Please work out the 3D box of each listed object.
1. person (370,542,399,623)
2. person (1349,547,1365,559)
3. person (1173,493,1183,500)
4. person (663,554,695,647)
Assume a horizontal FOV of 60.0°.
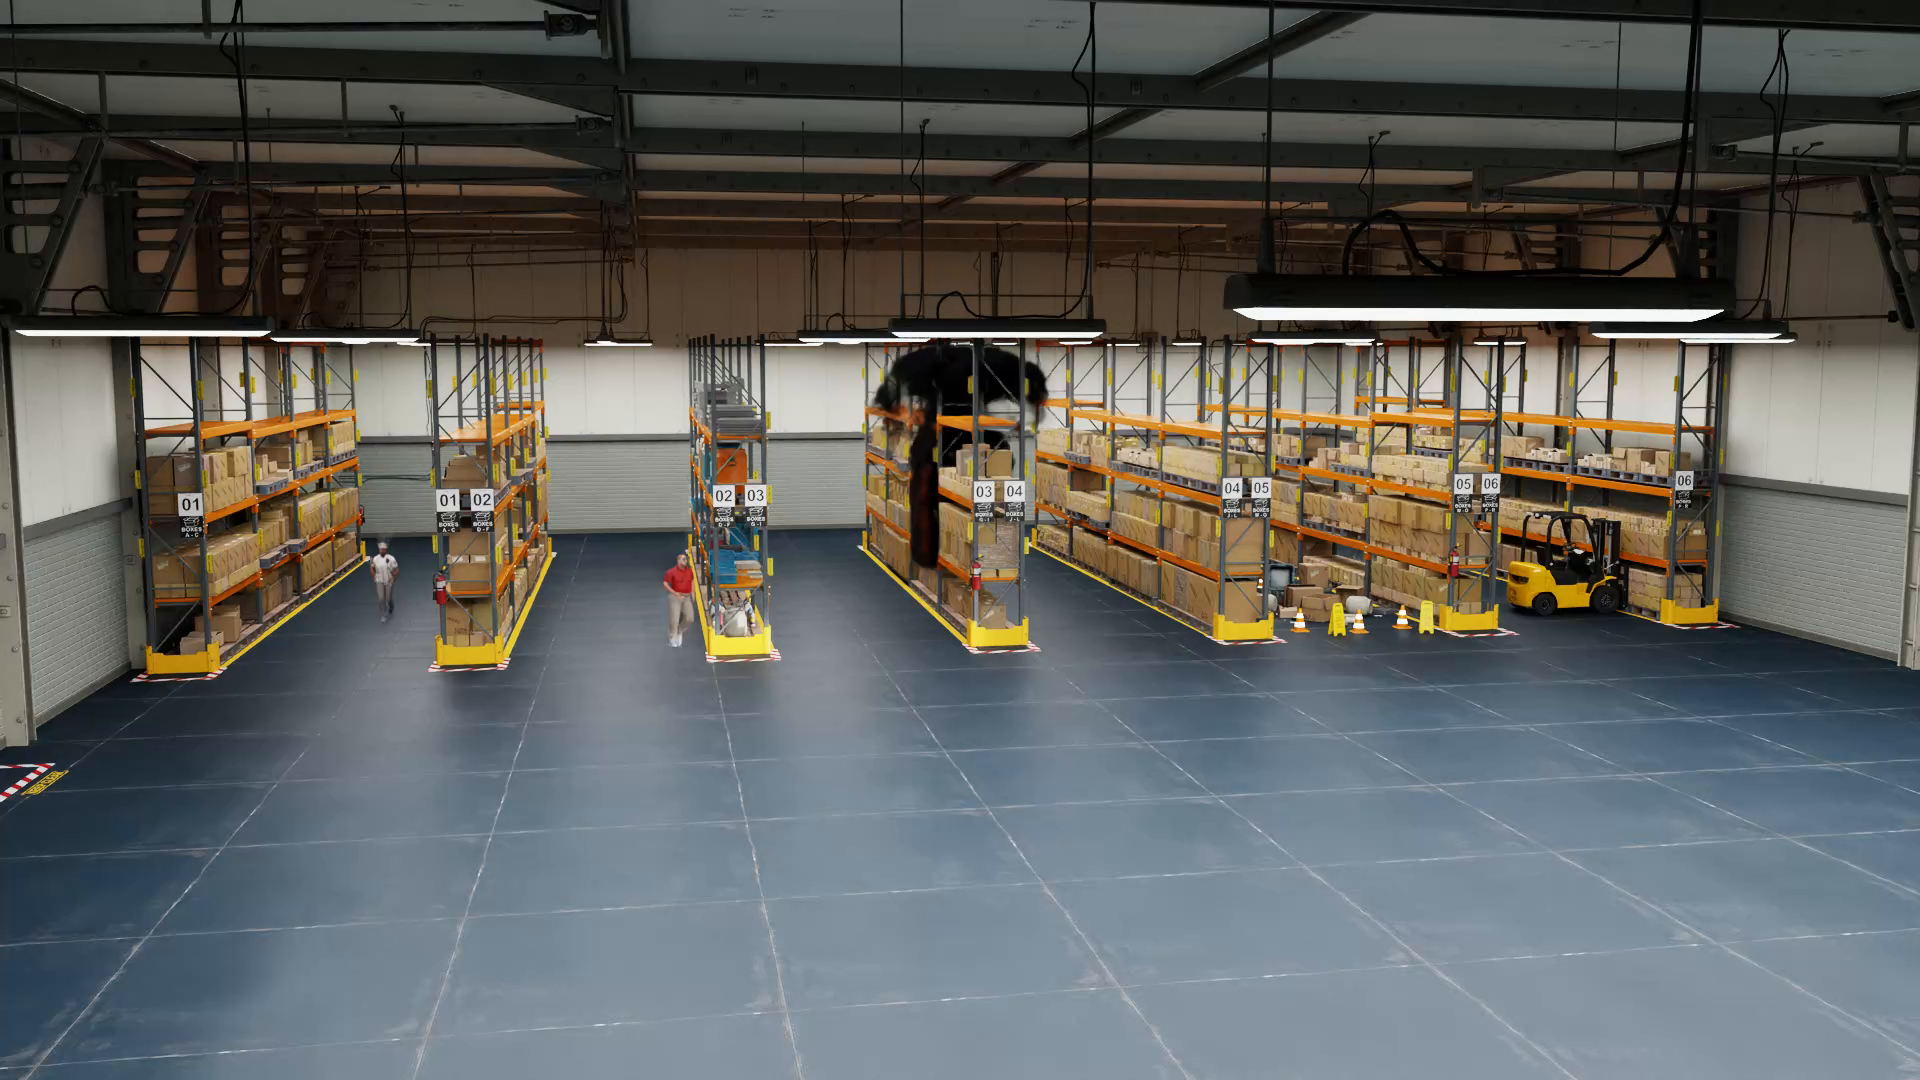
[{"bbox_3d":[-12.166,0.881,35.170,0.590,1.671,0.743,-1,7,-11],"label":"person"},{"bbox_3d":[10.401,-0.034,43.212,0.574,1.685,1.086,-1,7,-8],"label":"person"},{"bbox_3d":[6.694,-0.875,50.800,0.622,1.616,0.636,0,7,0],"label":"person"},{"bbox_3d":[-5.111,1.107,30.606,0.707,1.707,0.523,-6,9,-40],"label":"person"}]
